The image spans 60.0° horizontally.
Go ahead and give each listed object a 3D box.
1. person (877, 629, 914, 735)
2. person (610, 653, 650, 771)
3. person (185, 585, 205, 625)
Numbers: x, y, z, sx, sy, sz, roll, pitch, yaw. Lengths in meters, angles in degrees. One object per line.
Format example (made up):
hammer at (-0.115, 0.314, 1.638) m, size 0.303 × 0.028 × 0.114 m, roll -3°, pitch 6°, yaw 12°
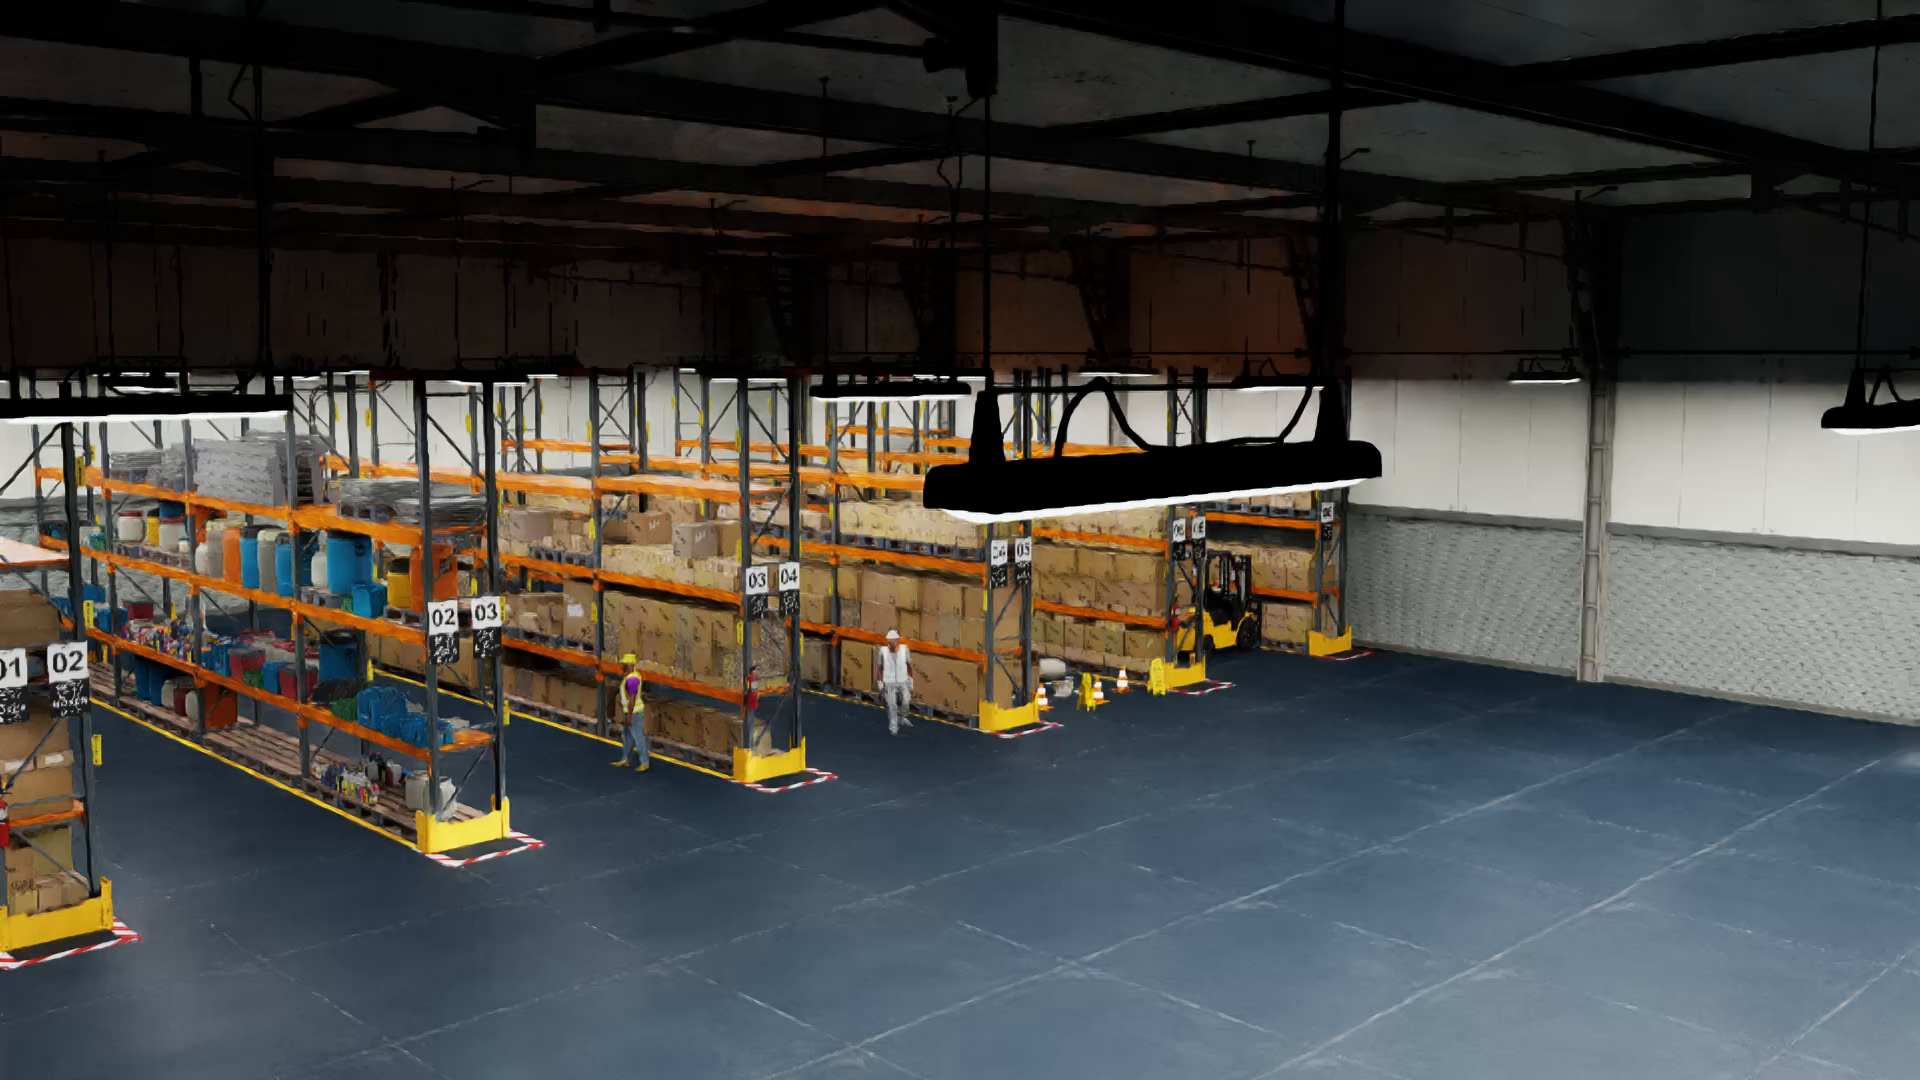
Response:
person at (-1.074, 2.340, 27.621) m, size 0.602 × 1.777 × 0.575 m, roll -1°, pitch 7°, yaw -8°
person at (-5.023, 2.597, 25.231) m, size 0.573 × 1.764 × 0.596 m, roll -2°, pitch 7°, yaw -17°
person at (-15.208, 1.683, 33.134) m, size 0.627 × 1.793 × 0.391 m, roll 6°, pitch 9°, yaw 44°
